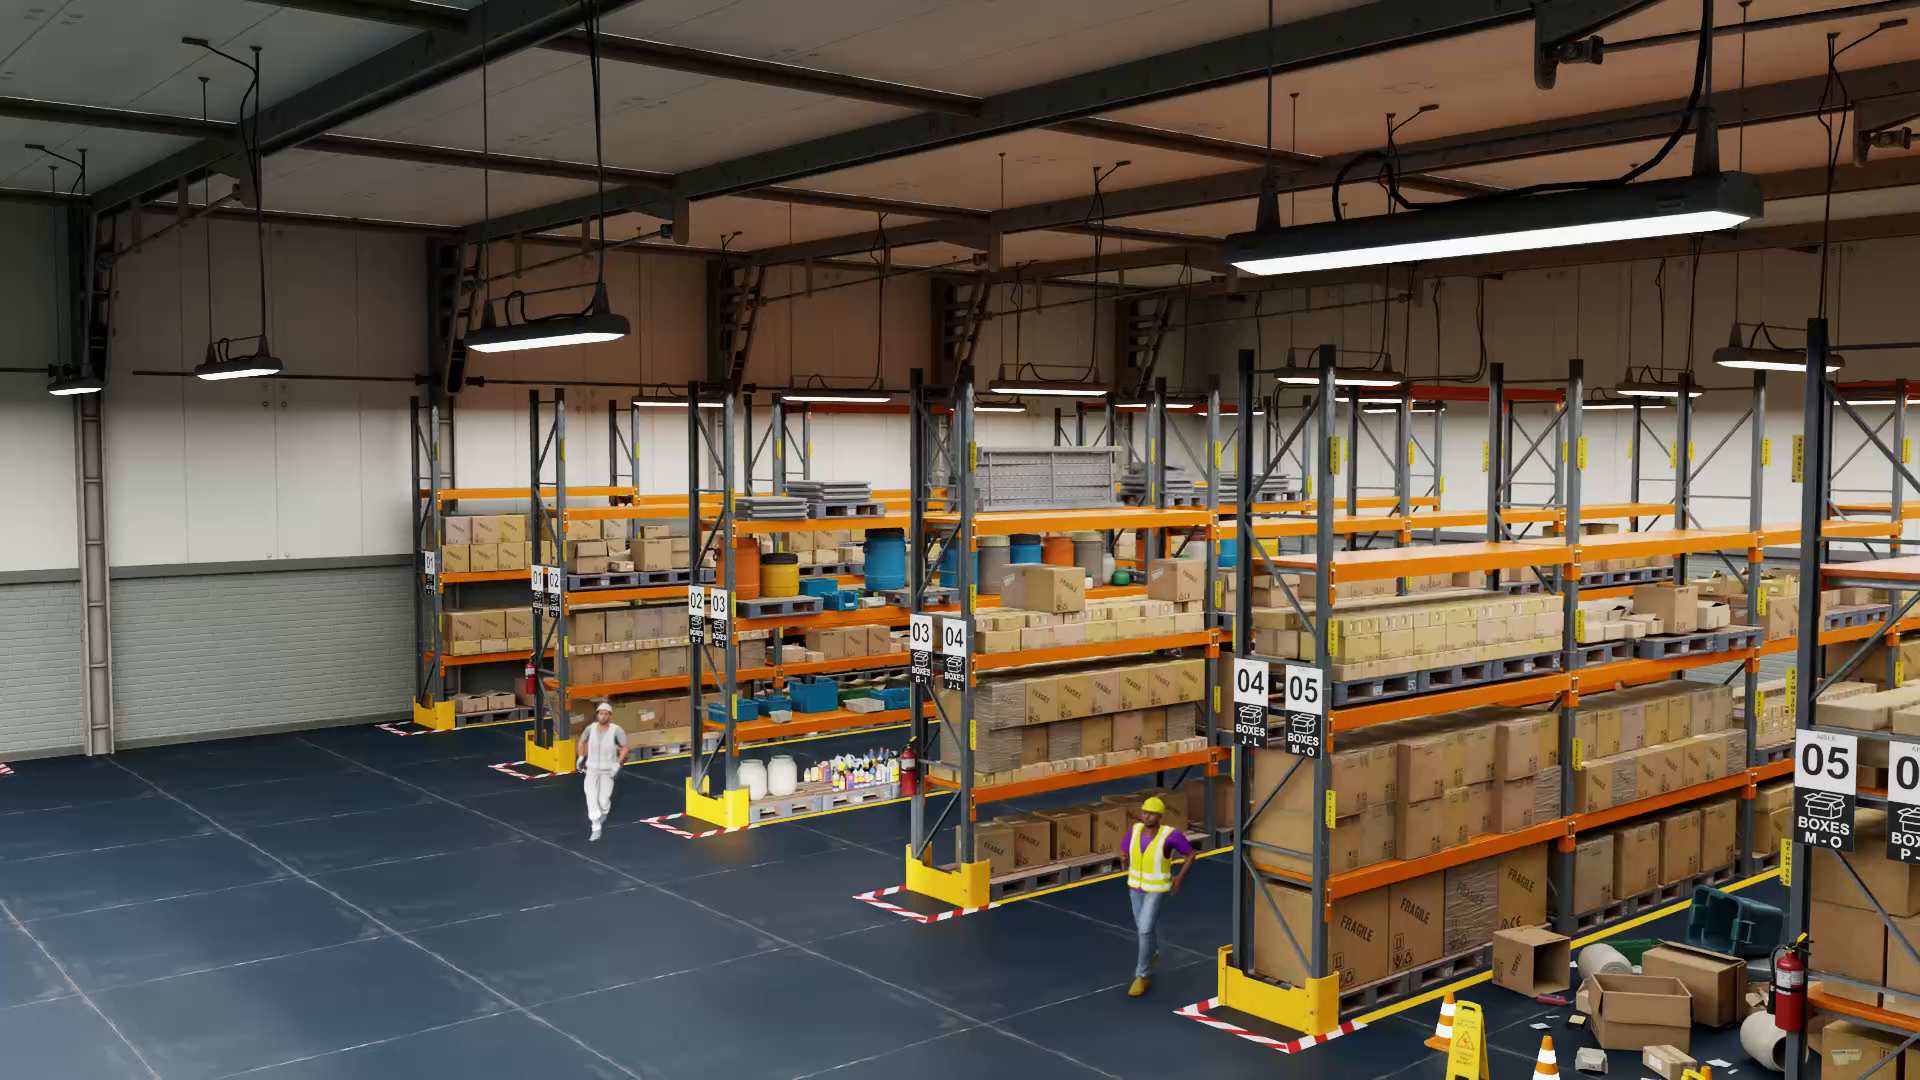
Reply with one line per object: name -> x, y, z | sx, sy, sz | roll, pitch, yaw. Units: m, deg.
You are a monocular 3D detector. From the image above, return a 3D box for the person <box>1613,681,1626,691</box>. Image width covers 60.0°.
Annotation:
person -> 9.888, 2.915, 24.949 | 0.823, 1.619, 0.574 | -3, 4, -40

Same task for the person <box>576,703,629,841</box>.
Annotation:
person -> -4.695, 3.010, 21.850 | 0.684, 1.761, 0.686 | 0, 3, 3

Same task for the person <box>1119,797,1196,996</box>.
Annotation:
person -> 1.788, 3.323, 15.758 | 0.715, 1.790, 0.830 | 3, 4, 39
